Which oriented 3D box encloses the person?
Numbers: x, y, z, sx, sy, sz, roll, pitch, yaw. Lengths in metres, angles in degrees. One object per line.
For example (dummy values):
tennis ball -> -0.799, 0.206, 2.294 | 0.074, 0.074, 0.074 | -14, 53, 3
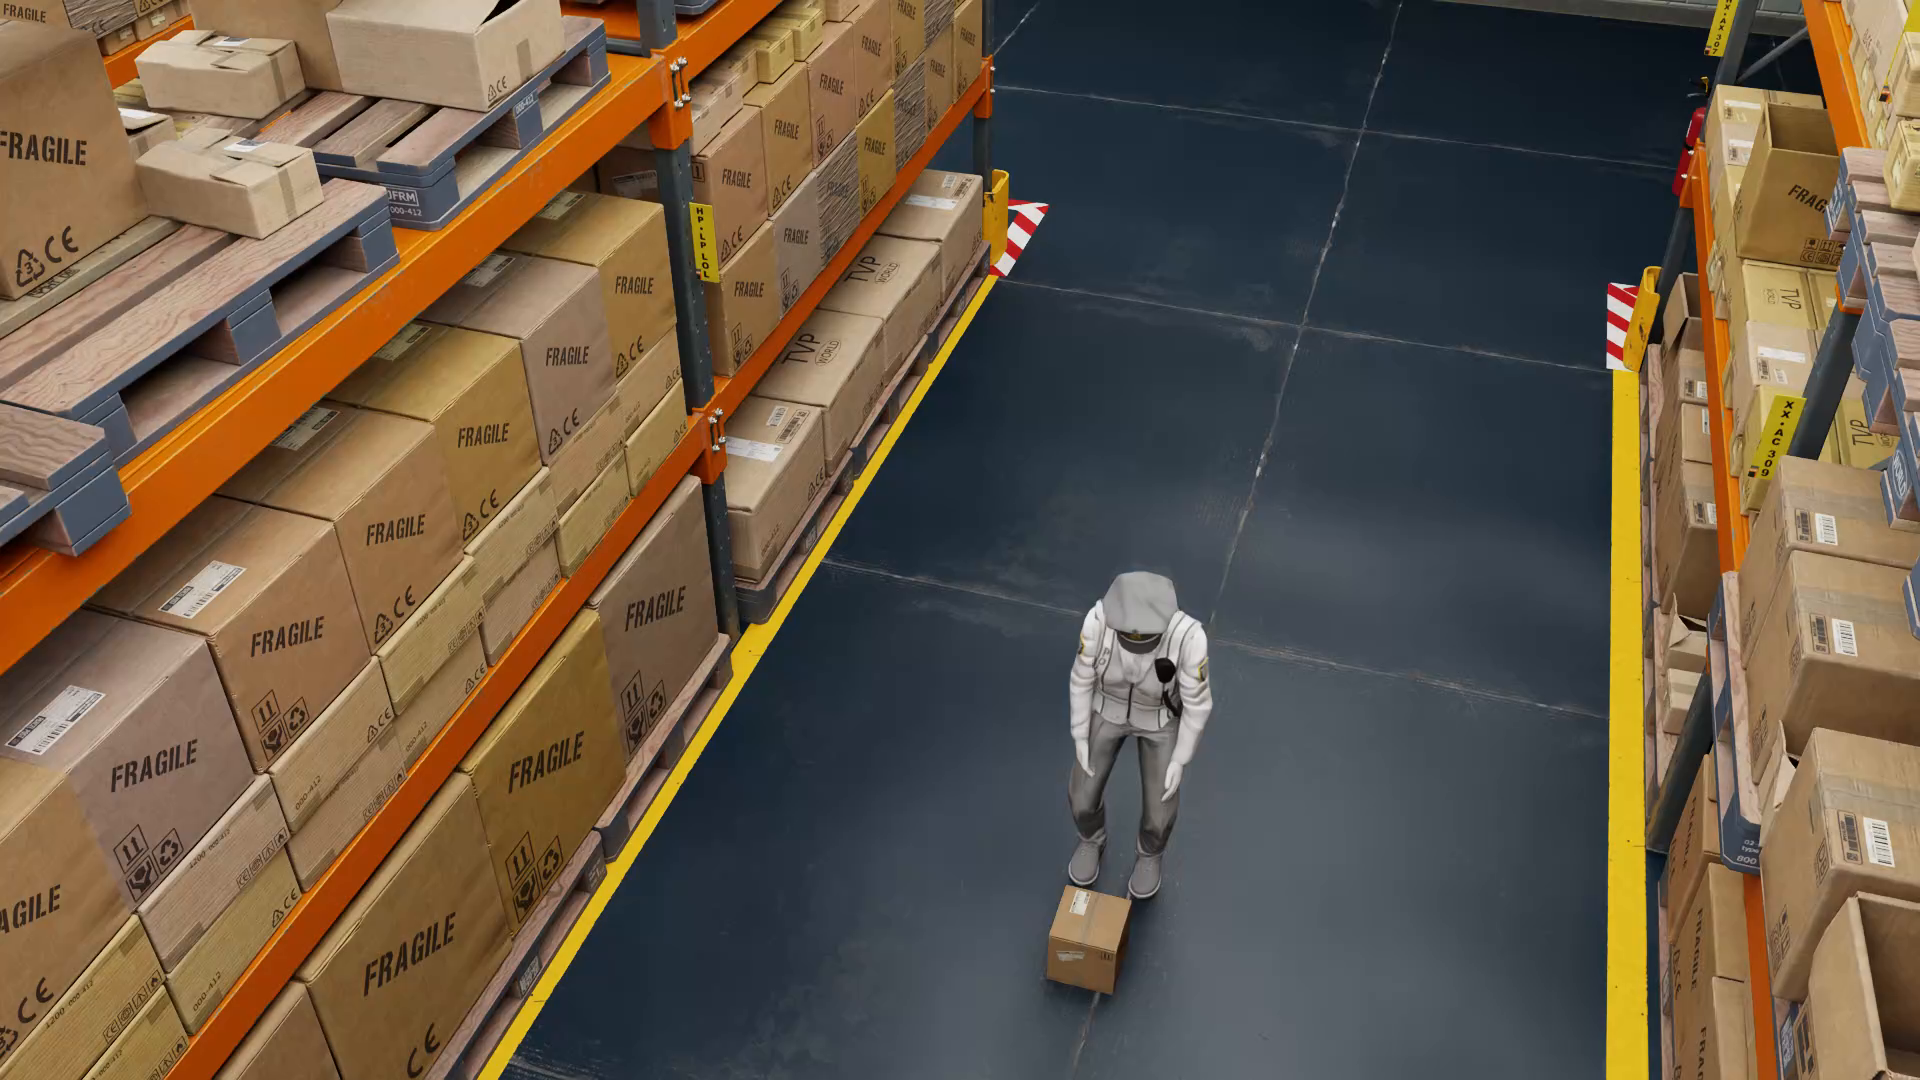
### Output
person -> 0.609, 0.655, 6.011 | 0.453, 1.691, 0.535 | 11, 39, 14
